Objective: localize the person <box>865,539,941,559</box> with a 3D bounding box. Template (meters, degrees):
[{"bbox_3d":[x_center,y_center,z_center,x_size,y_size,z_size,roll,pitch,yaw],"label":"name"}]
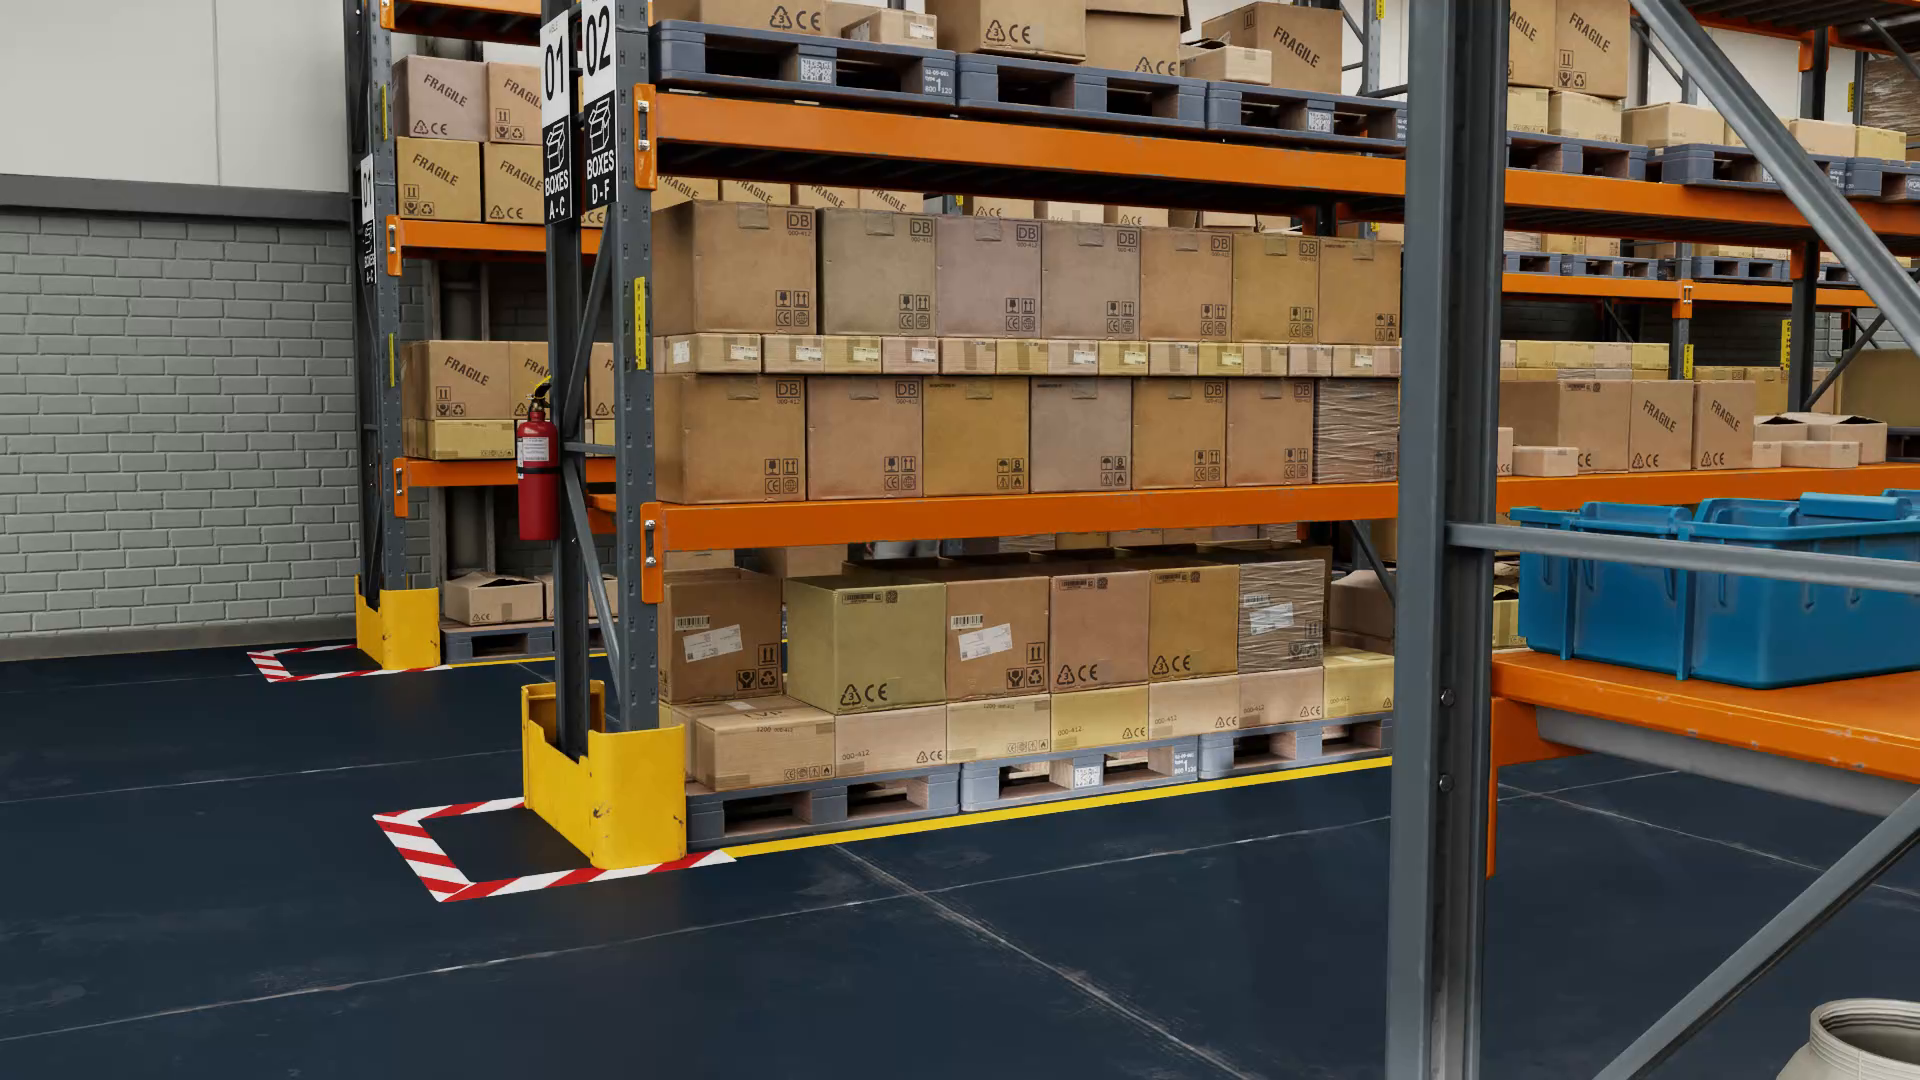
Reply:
[{"bbox_3d":[-0.339,-0.081,10.640,0.596,1.747,0.437,-3,6,-32],"label":"person"}]
